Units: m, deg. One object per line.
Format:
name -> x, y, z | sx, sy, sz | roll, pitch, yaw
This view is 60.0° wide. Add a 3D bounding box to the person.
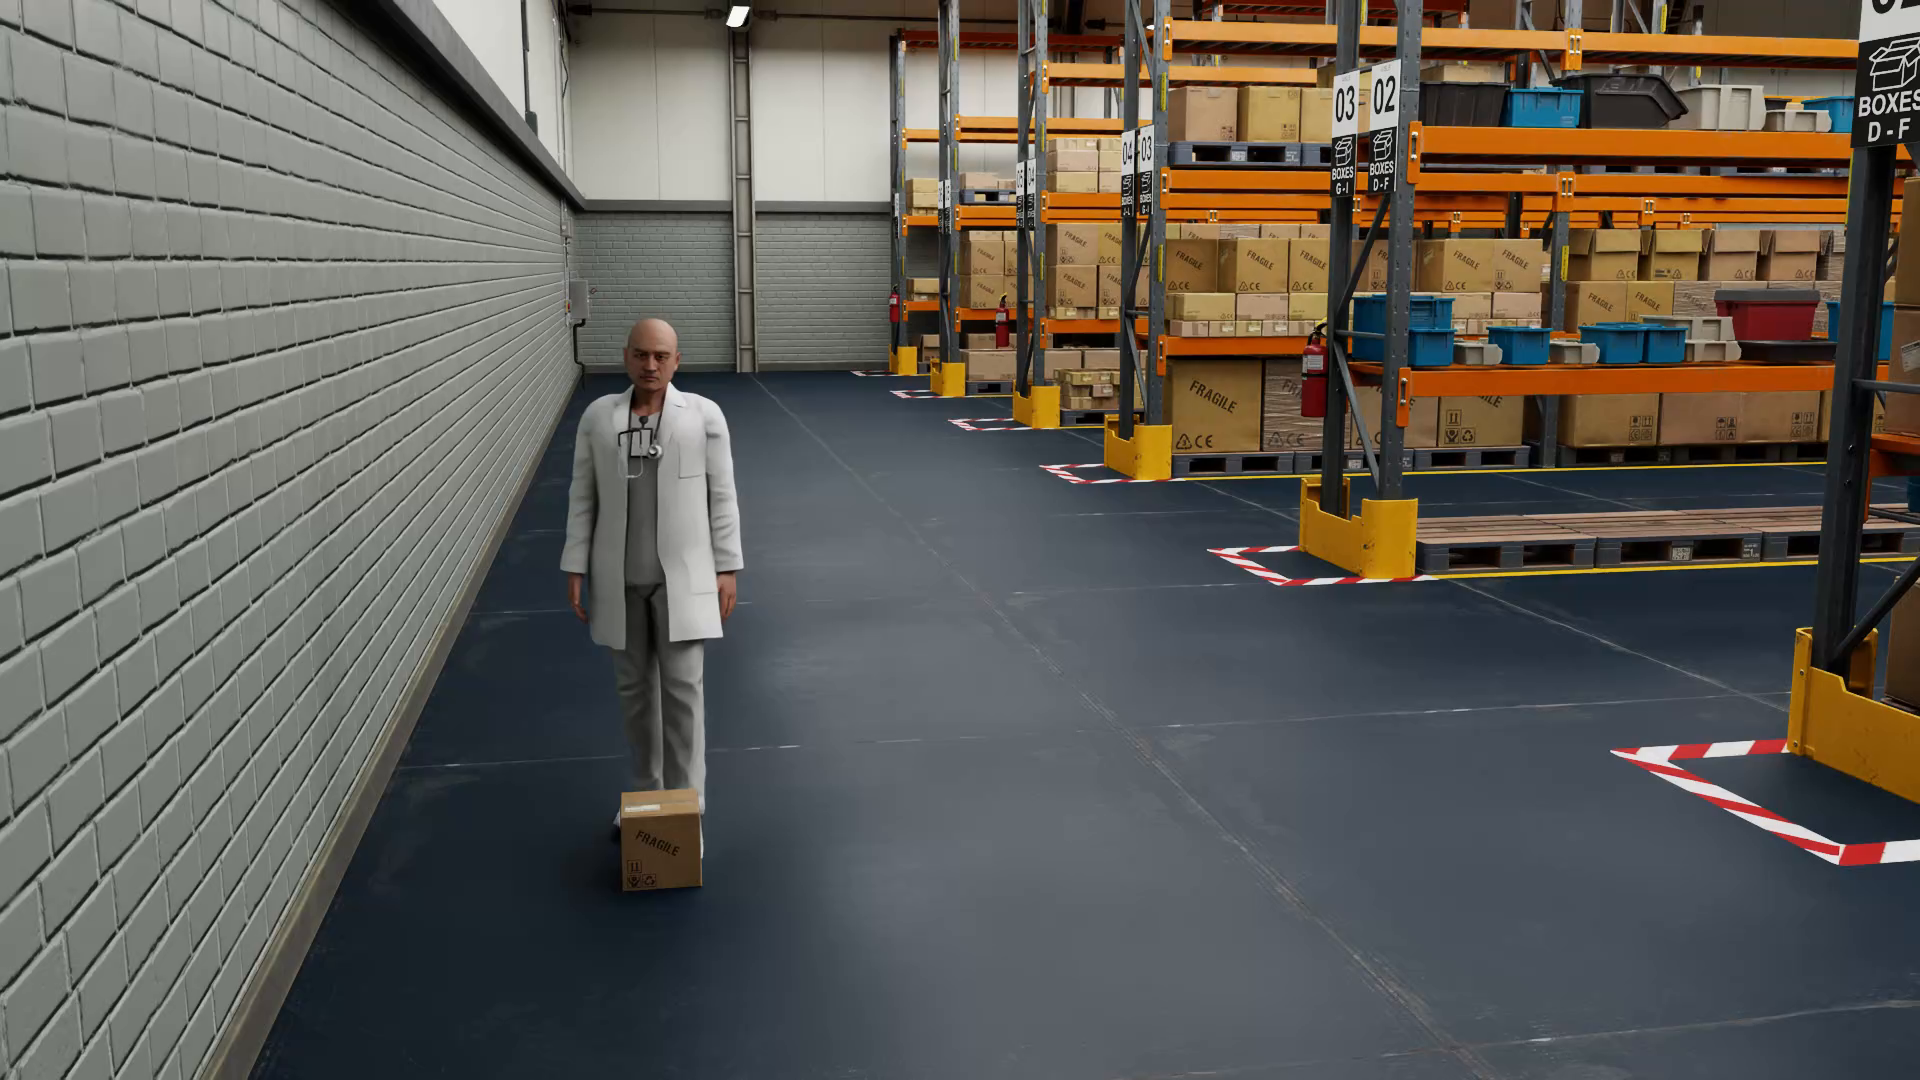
person -> -1.086, 0.148, 5.681 | 0.625, 1.790, 0.623 | 1, 9, 5
